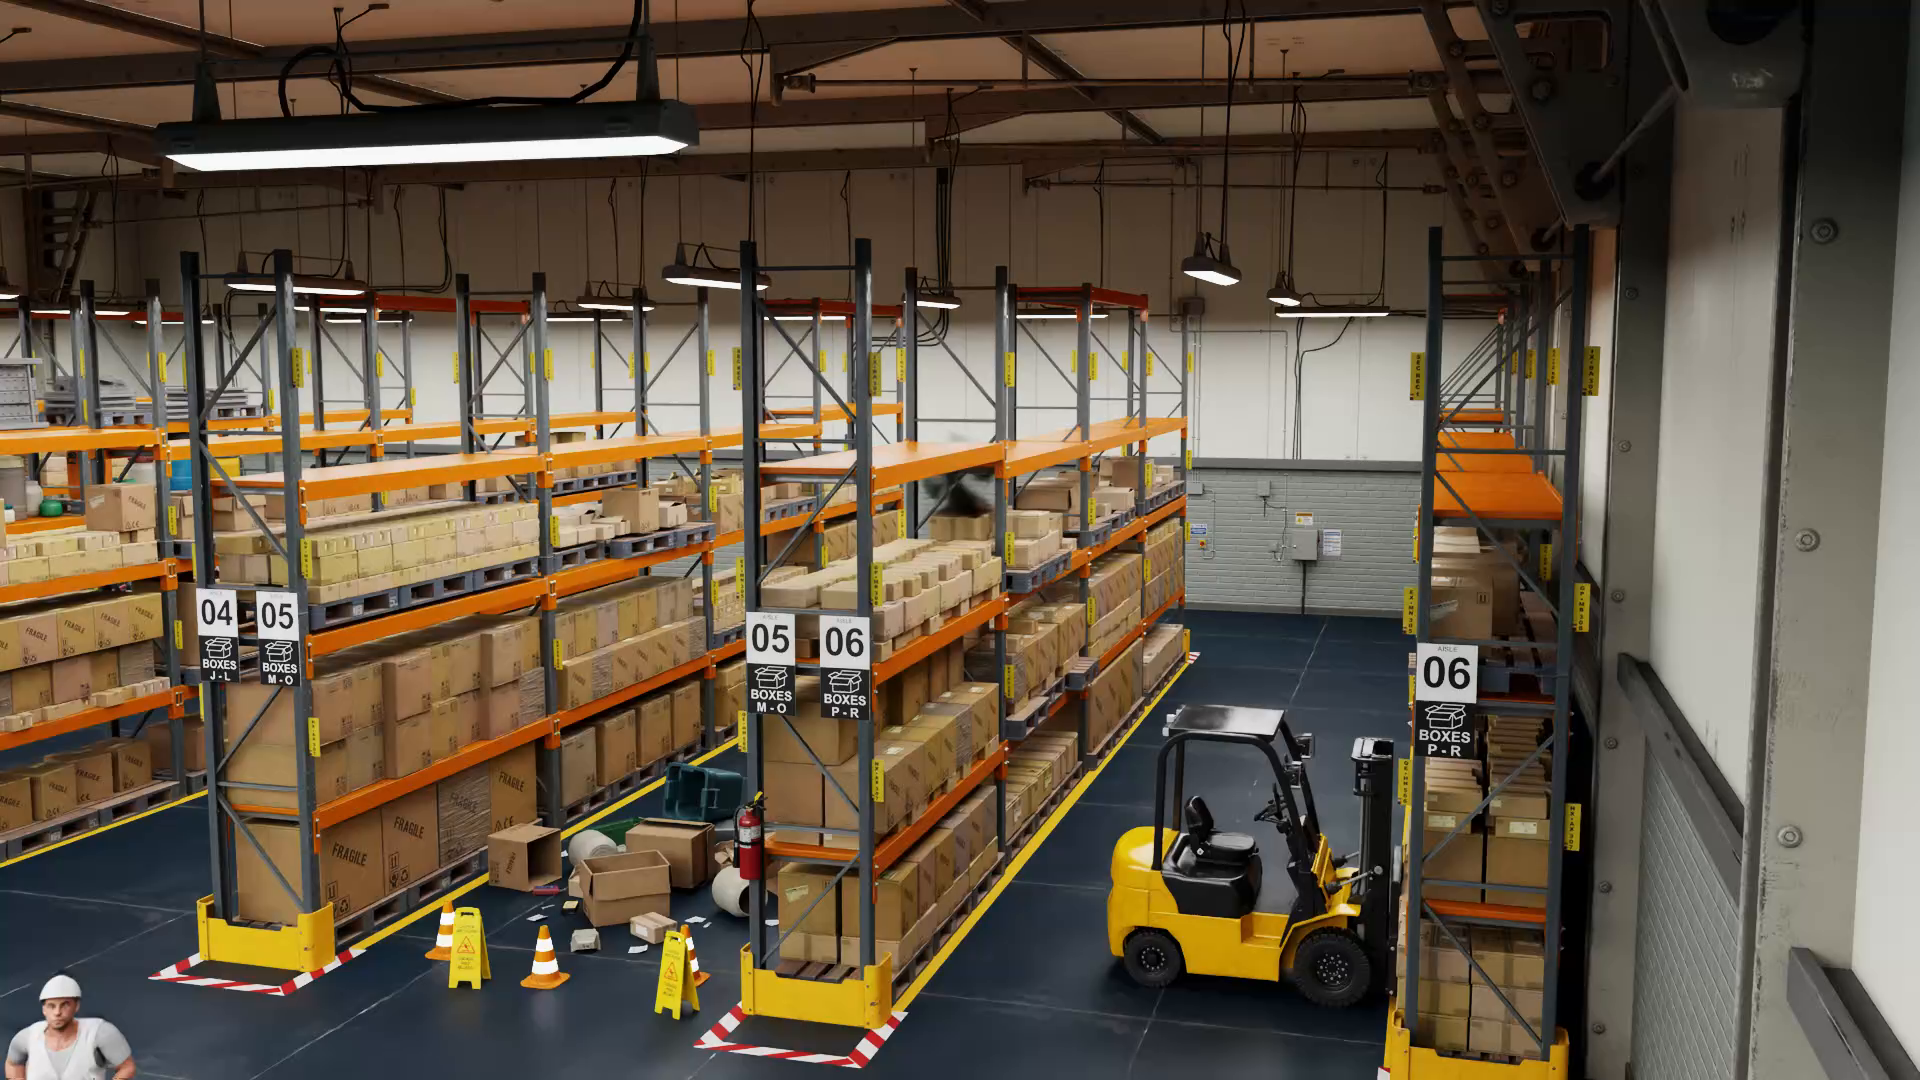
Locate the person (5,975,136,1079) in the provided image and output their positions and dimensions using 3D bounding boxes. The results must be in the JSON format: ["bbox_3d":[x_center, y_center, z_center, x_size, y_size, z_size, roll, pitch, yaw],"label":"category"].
[{"bbox_3d":[-4.894,3.254,9.177,0.658,1.799,0.936,-3,7,-23],"label":"person"}]
